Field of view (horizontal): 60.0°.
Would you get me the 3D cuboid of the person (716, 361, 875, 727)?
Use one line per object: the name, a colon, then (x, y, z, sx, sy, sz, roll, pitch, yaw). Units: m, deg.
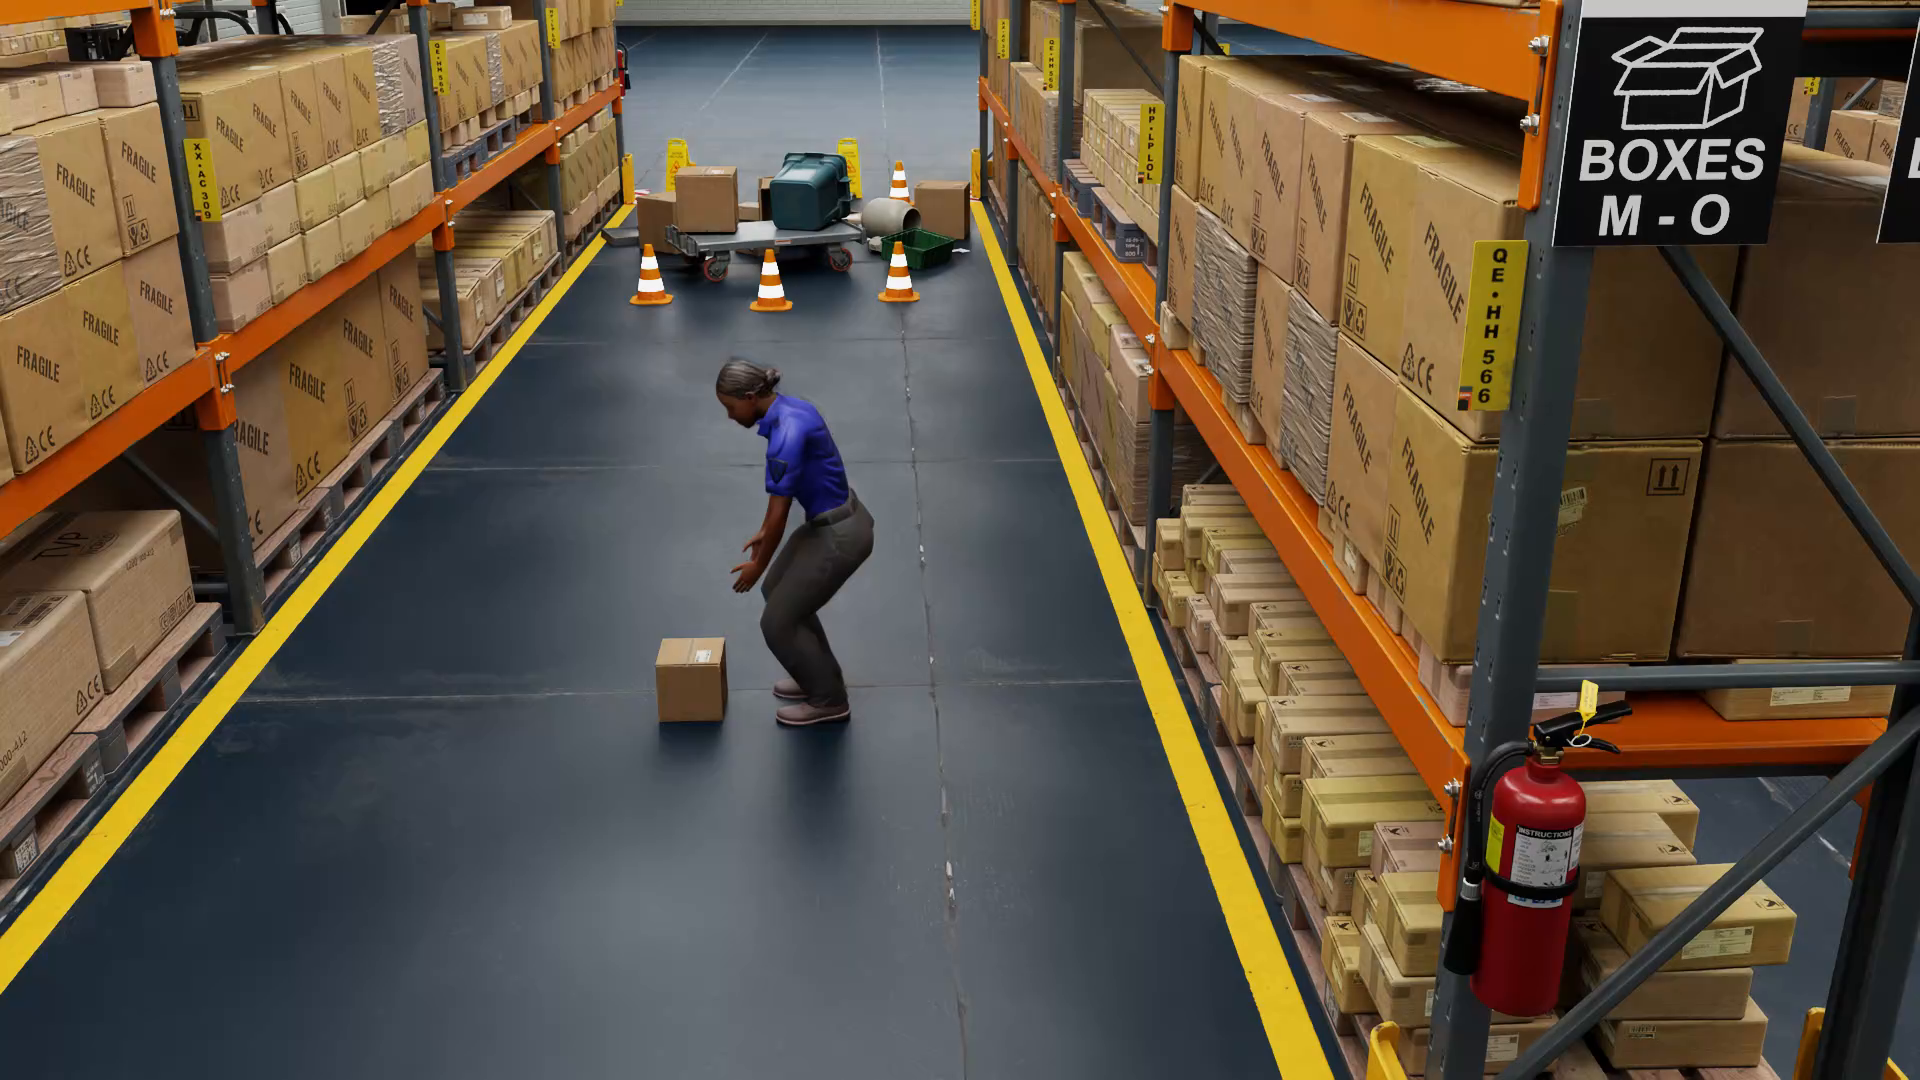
person: (-0.614, 0.010, 6.384, 0.576, 1.441, 0.492, -1, 21, -3)
